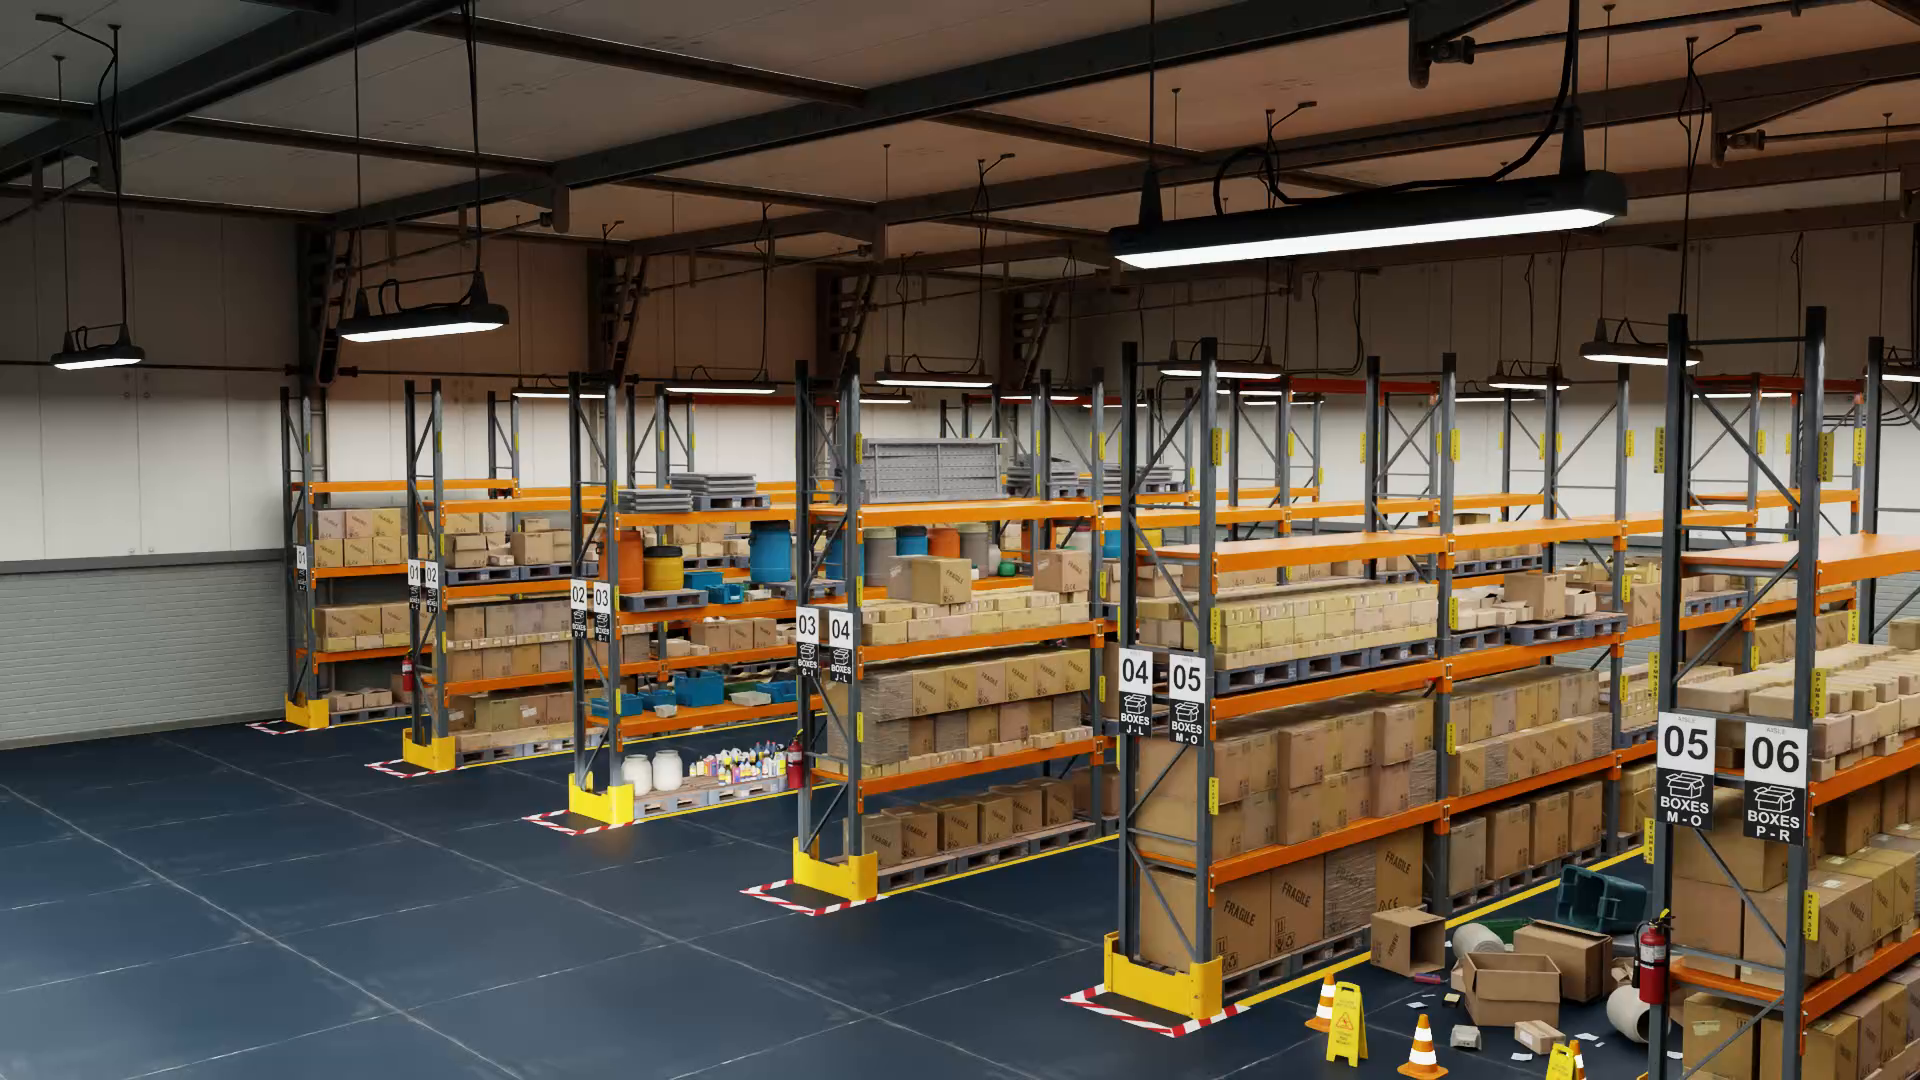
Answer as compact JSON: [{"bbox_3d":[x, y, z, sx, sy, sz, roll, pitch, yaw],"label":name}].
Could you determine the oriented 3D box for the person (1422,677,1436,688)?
[{"bbox_3d":[6.720,2.740,23.986,0.589,1.795,0.528,-1,4,-22],"label":"person"}]

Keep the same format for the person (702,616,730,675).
[{"bbox_3d":[-4.910,2.161,33.343,0.617,1.817,0.406,-3,5,-39],"label":"person"}]
